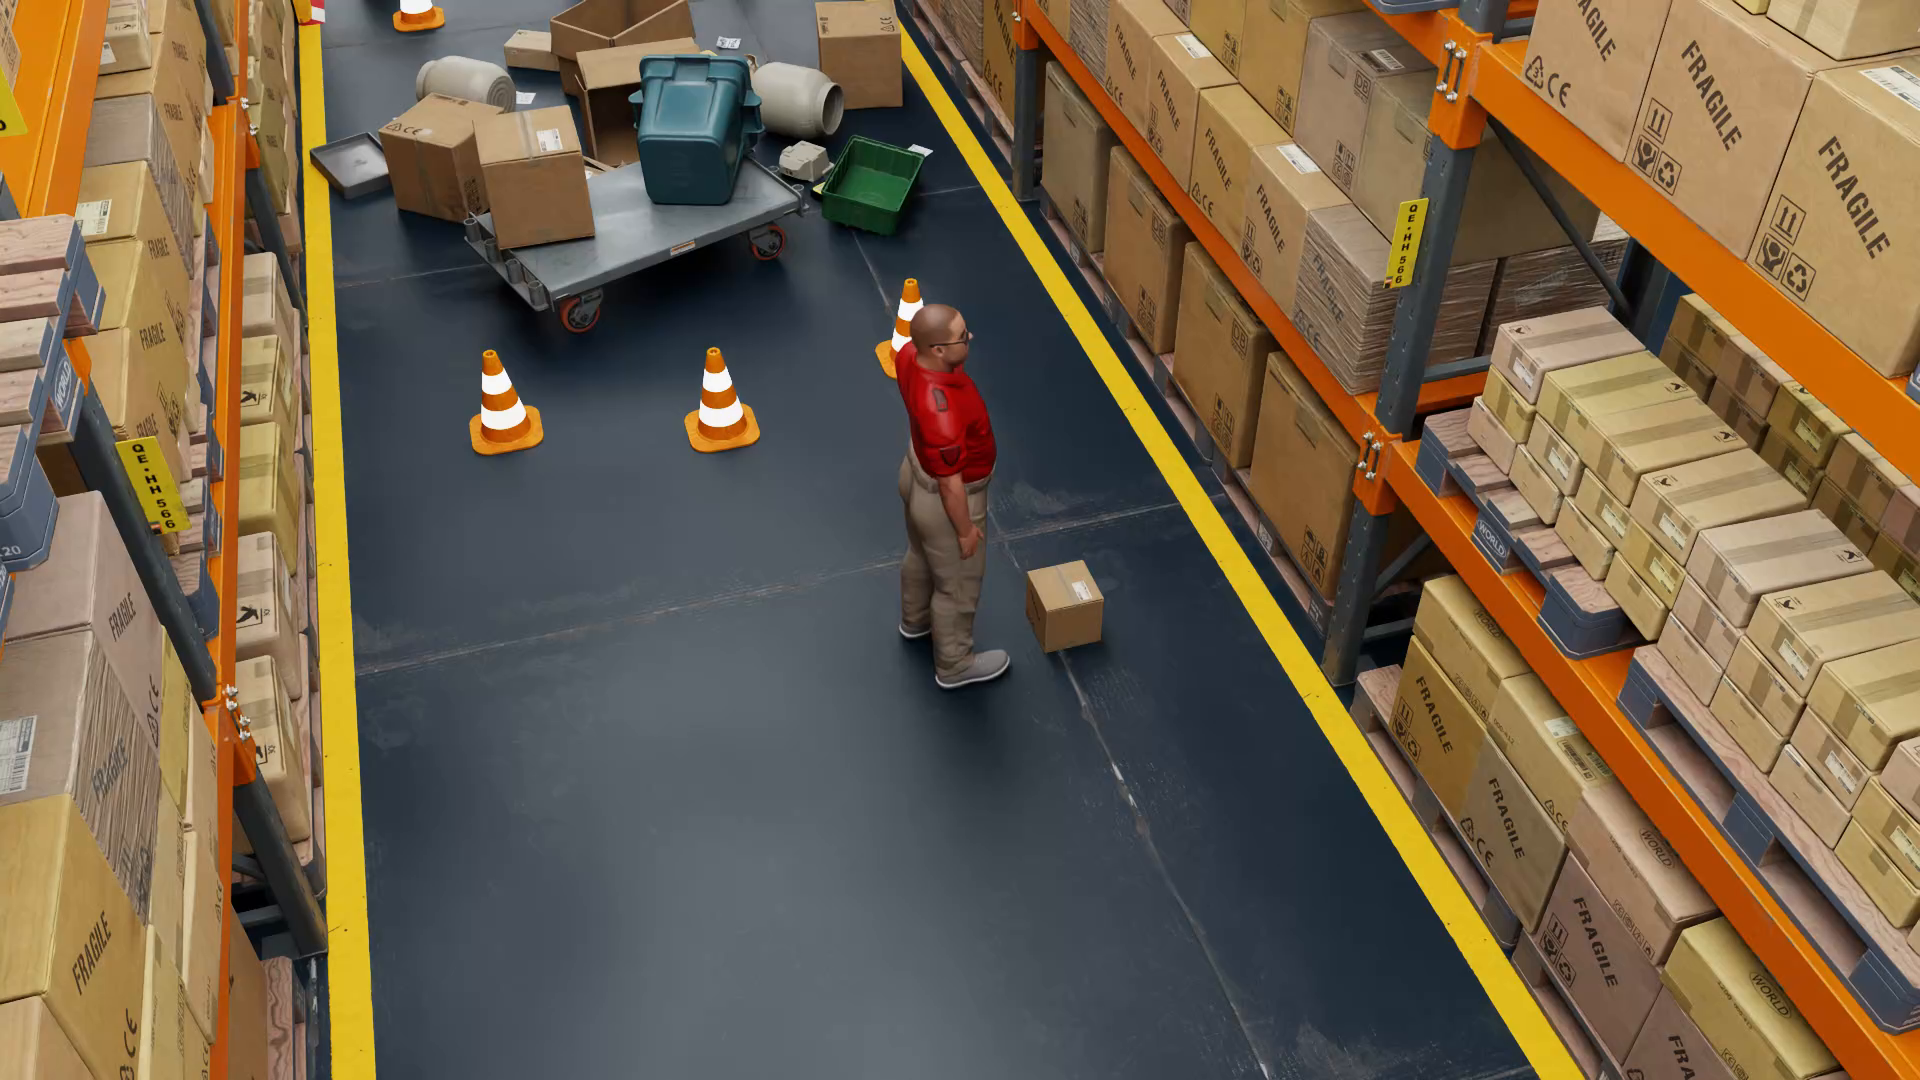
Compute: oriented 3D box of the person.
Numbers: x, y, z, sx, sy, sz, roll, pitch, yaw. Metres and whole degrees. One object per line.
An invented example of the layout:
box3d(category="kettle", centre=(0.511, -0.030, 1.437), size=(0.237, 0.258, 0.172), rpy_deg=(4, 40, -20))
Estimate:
box3d(category="person", centre=(-0.021, -0.175, 6.362), size=(0.393, 1.737, 0.534), rpy_deg=(-11, 43, -12))
